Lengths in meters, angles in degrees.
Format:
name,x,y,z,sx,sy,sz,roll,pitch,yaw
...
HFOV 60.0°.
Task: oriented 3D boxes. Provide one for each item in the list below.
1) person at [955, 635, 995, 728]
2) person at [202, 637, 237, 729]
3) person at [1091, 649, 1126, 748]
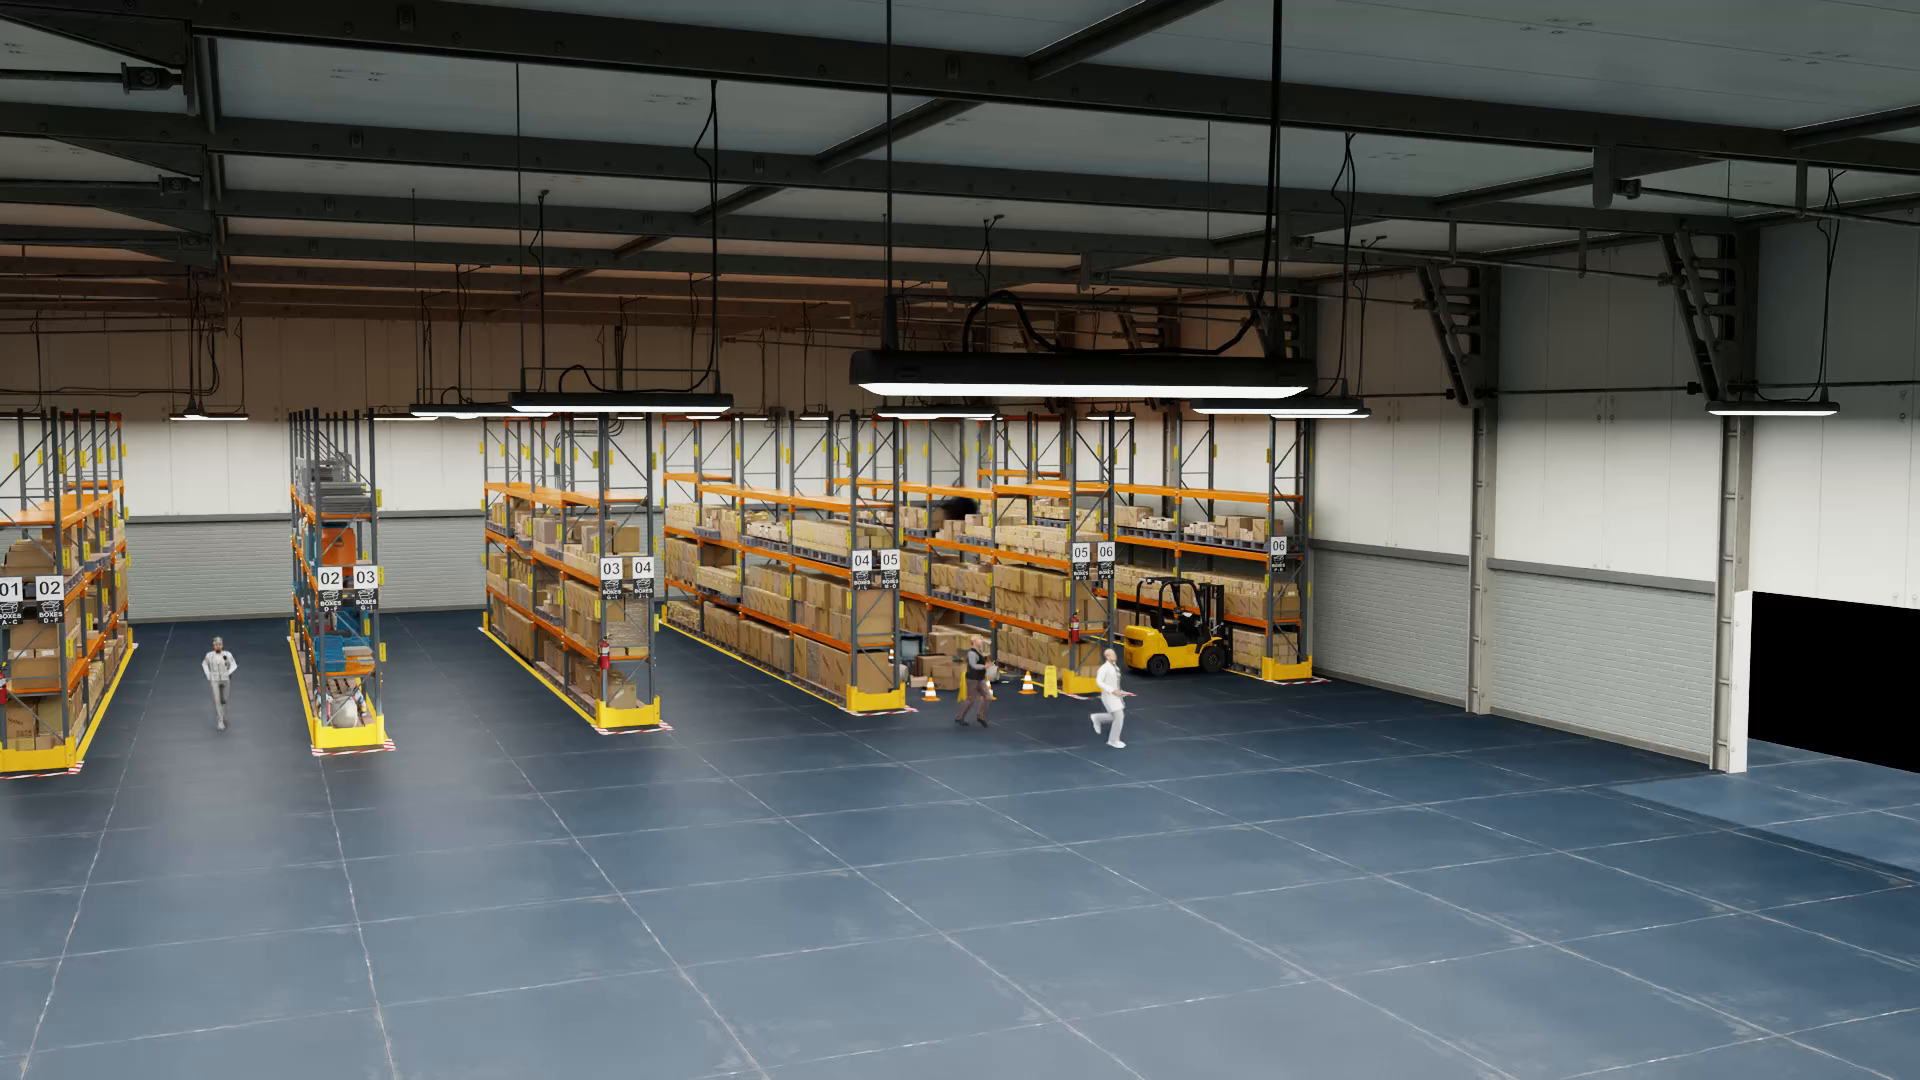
name,x,y,z,sx,sy,sz,roll,pitch,yaw
person,0.286,2.679,31.253,0.768,1.792,0.657,1,4,18
person,-14.058,2.682,31.610,0.585,1.701,1.082,-2,5,-31
person,2.631,2.895,29.578,0.713,1.538,0.742,2,4,25
